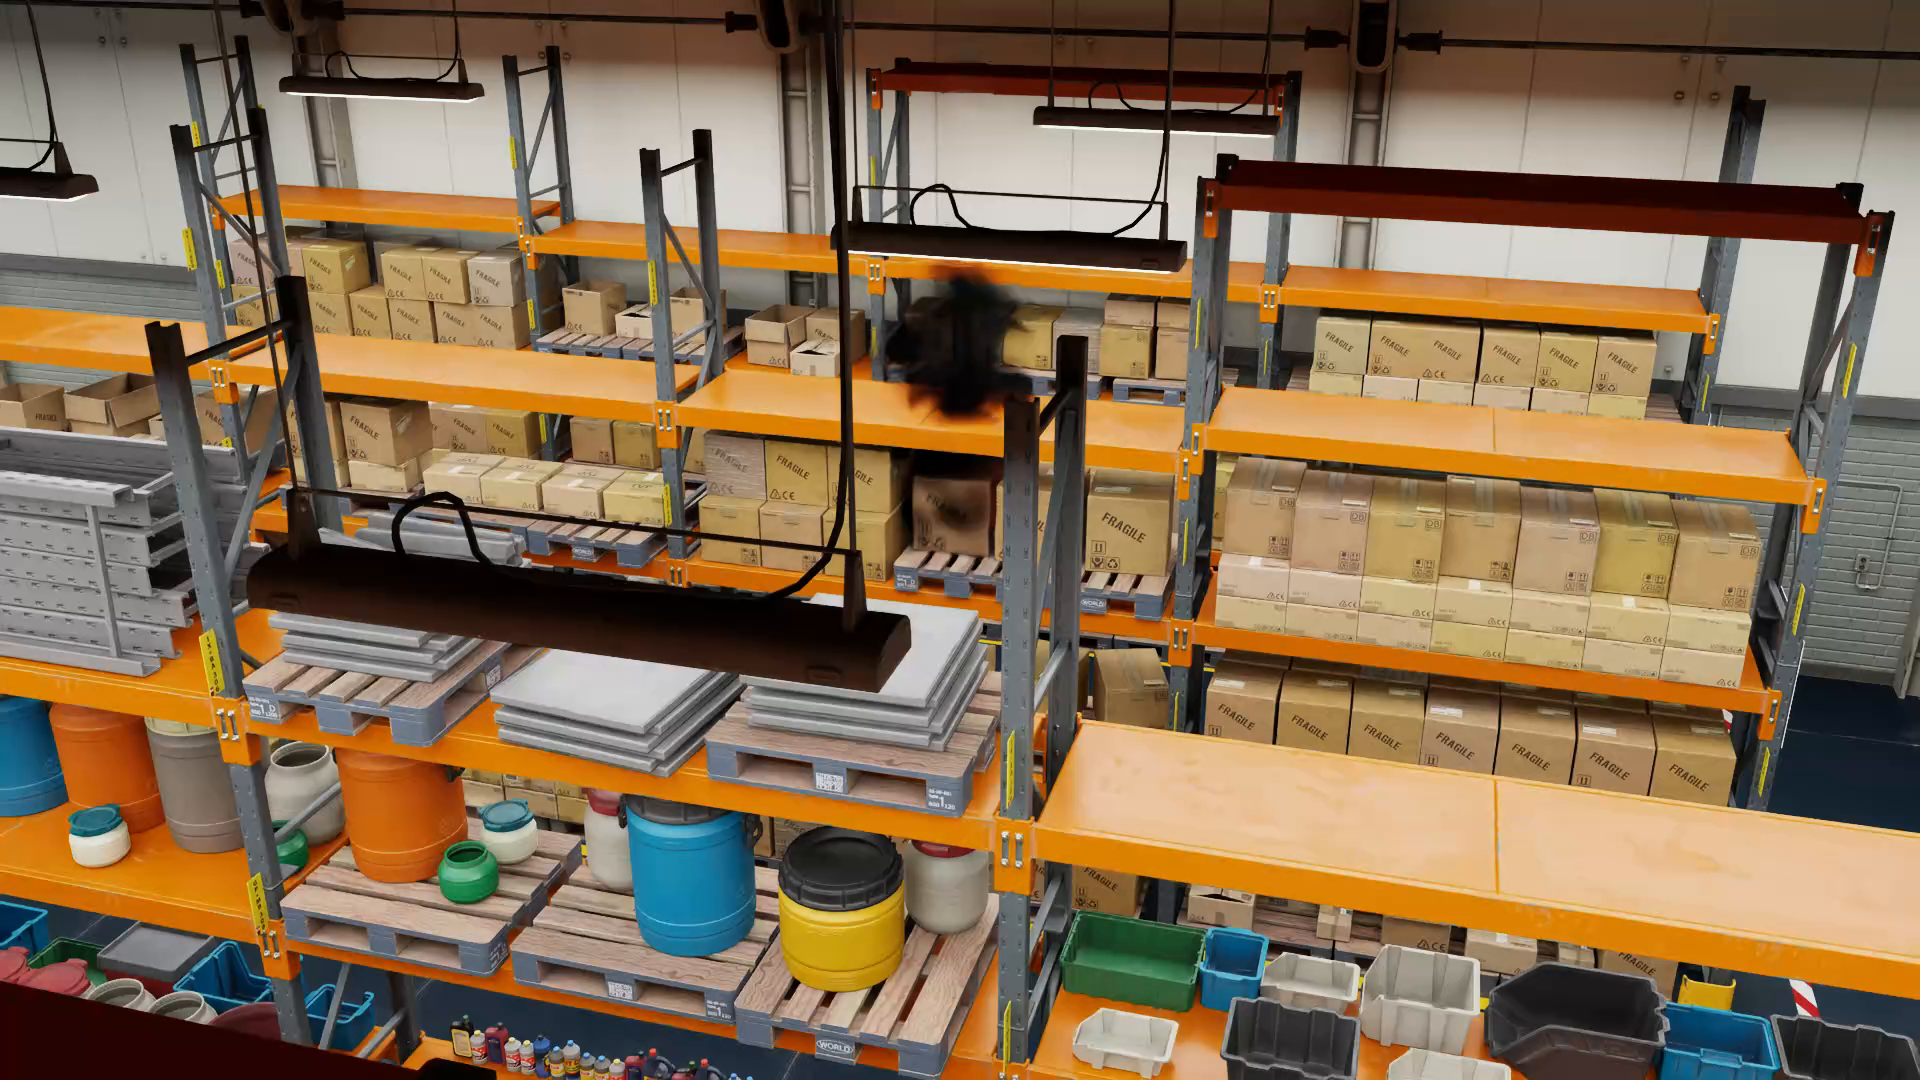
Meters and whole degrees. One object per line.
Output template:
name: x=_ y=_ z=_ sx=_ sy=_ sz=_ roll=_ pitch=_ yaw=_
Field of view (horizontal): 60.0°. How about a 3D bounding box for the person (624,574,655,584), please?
person: x=-2.977 y=1.071 z=15.896 sx=0.835 sy=1.757 sz=0.722 roll=4 pitch=23 yaw=9
